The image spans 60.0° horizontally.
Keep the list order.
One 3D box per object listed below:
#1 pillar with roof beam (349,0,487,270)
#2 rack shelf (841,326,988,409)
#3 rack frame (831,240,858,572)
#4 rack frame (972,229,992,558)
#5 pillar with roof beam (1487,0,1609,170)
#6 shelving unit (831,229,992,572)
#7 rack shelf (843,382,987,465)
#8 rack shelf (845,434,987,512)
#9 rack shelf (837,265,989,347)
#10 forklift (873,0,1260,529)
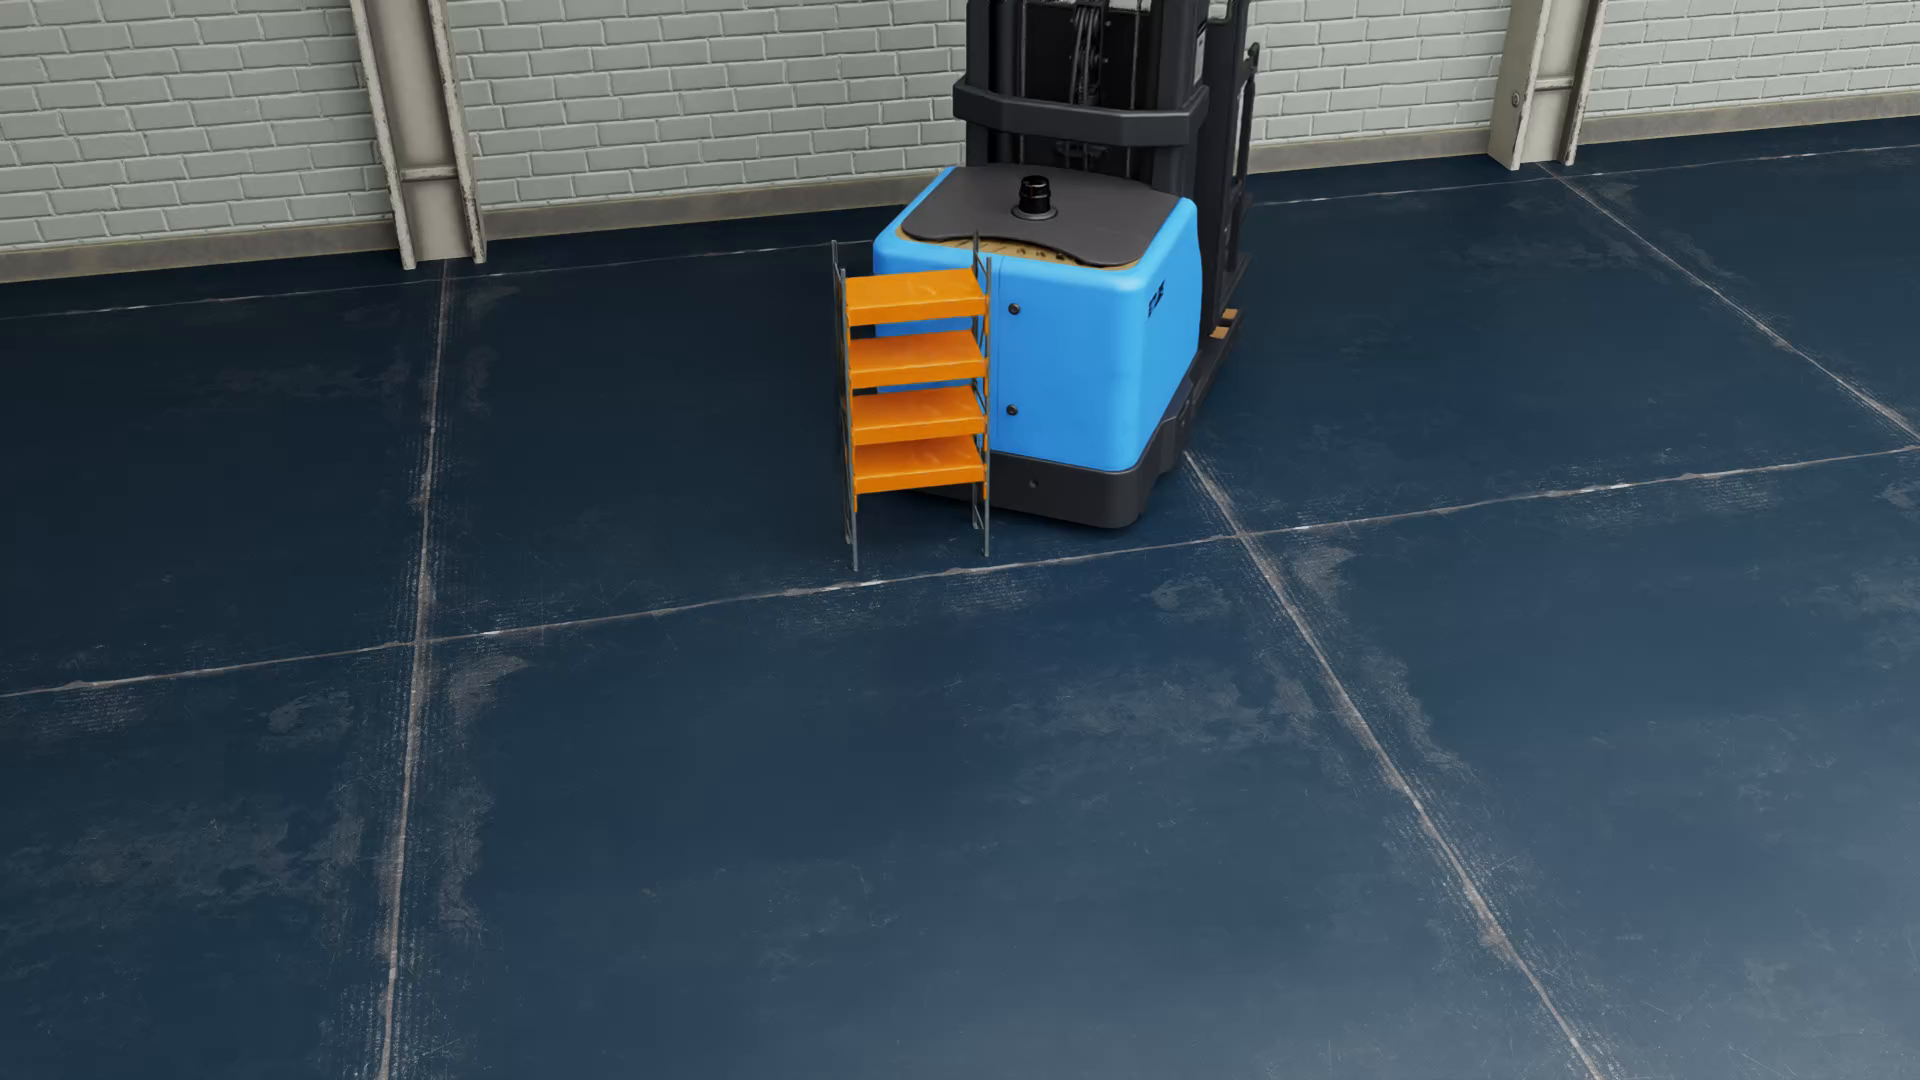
[{"bbox_3d":[-1.651,-2.845,2.414,0.400,9.000,9.100,-7,35,-11],"label":"pillar with roof beam"},{"bbox_3d":[-0.164,-0.603,5.791,0.480,0.148,0.258,-6,34,-9],"label":"rack shelf"},{"bbox_3d":[-0.403,-0.447,5.839,0.015,1.200,0.240,-6,34,-9],"label":"rack frame"},{"bbox_3d":[0.076,-0.499,5.917,0.015,1.200,0.240,-6,34,-9],"label":"rack frame"},{"bbox_3d":[4.201,-3.583,3.513,0.400,9.000,9.100,-7,35,-11],"label":"pillar with roof beam"},{"bbox_3d":[-0.164,-0.473,5.878,0.503,1.200,0.258,-6,34,-9],"label":"shelving unit"},{"bbox_3d":[-0.164,-0.417,5.916,0.480,0.148,0.258,-6,34,-9],"label":"rack shelf"},{"bbox_3d":[-0.164,-0.252,6.026,0.480,0.148,0.258,-6,34,-9],"label":"rack shelf"},{"bbox_3d":[-0.164,-0.799,5.659,0.480,0.148,0.258,-6,34,-9],"label":"rack shelf"},{"bbox_3d":[0.655,-2.075,6.712,1.130,2.935,3.031,12,36,17],"label":"forklift"}]
